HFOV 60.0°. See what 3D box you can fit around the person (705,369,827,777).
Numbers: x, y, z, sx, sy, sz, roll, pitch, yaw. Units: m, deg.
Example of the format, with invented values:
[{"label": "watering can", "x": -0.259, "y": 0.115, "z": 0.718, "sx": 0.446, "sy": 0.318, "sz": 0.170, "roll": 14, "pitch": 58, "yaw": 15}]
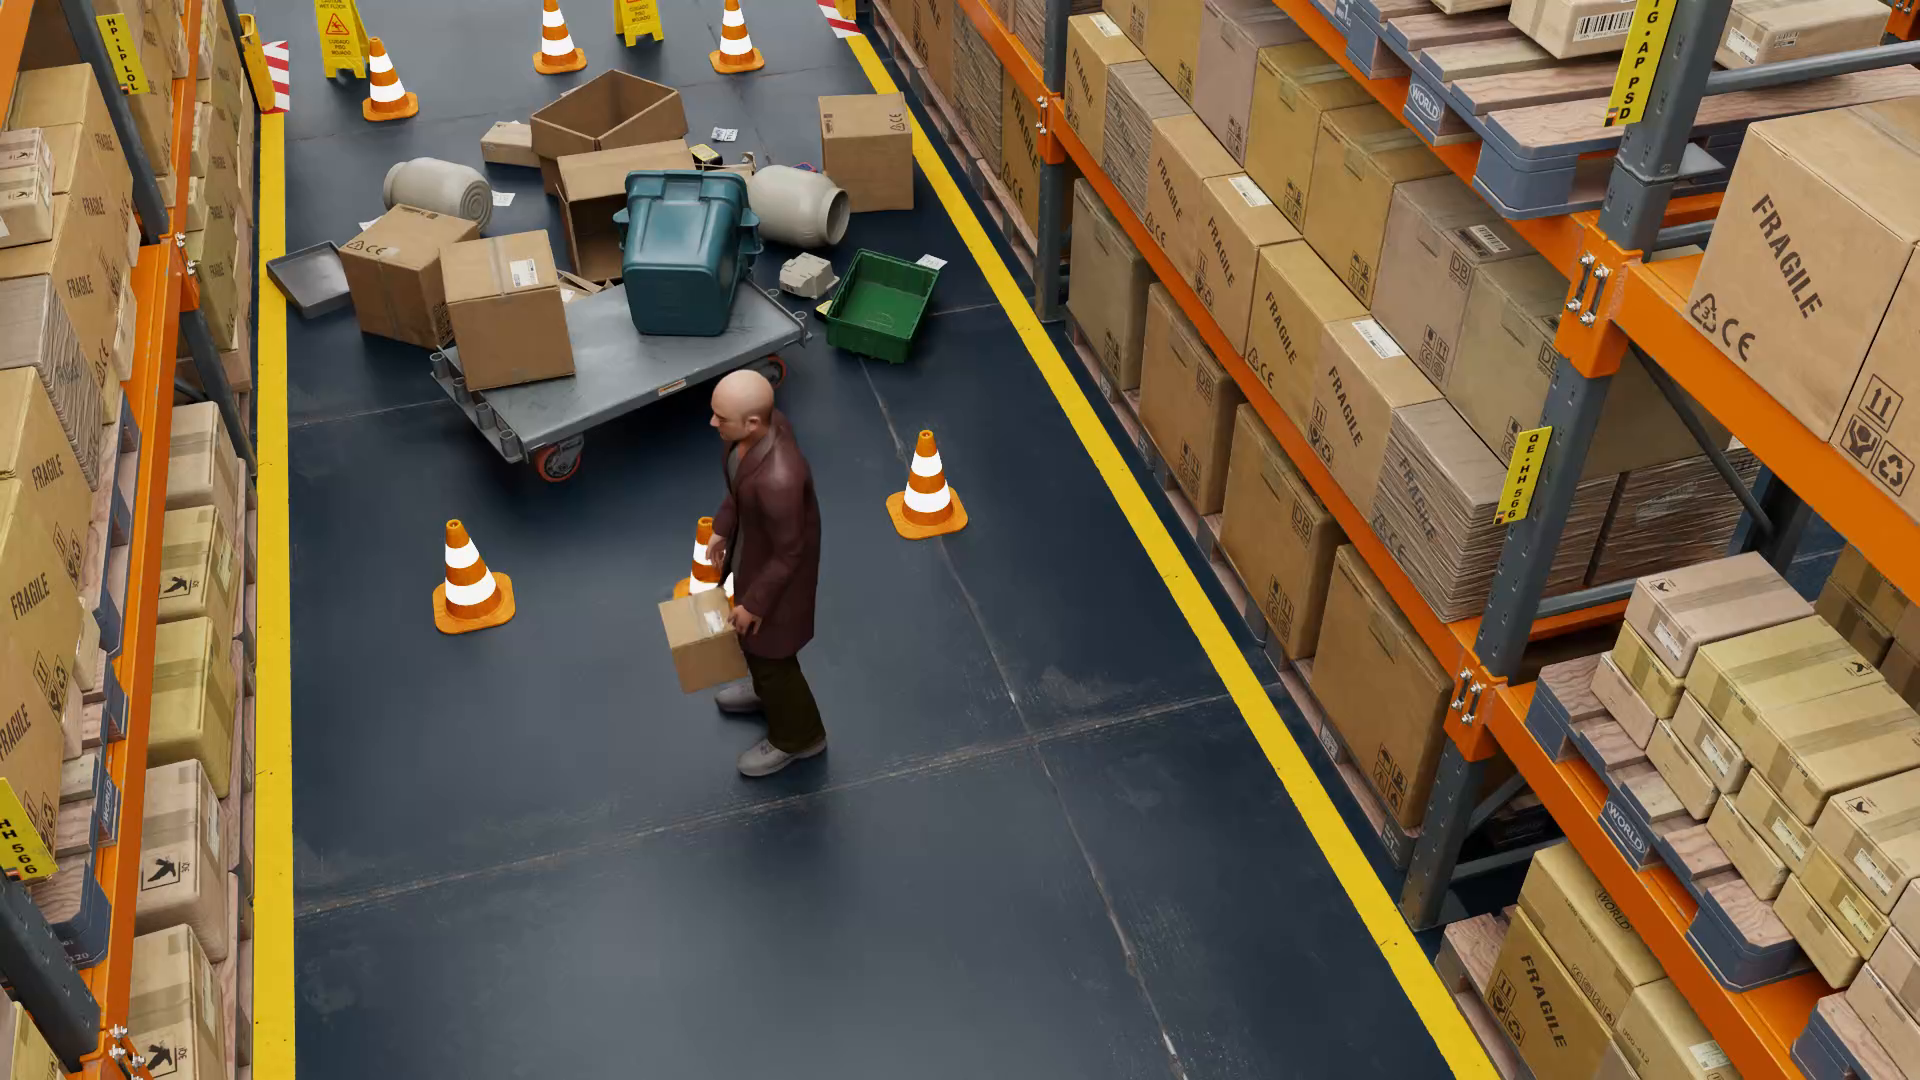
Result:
[{"label": "person", "x": -0.715, "y": 0.113, "z": 6.041, "sx": 0.424, "sy": 1.779, "sz": 0.587, "roll": -13, "pitch": 43, "yaw": -14}]
